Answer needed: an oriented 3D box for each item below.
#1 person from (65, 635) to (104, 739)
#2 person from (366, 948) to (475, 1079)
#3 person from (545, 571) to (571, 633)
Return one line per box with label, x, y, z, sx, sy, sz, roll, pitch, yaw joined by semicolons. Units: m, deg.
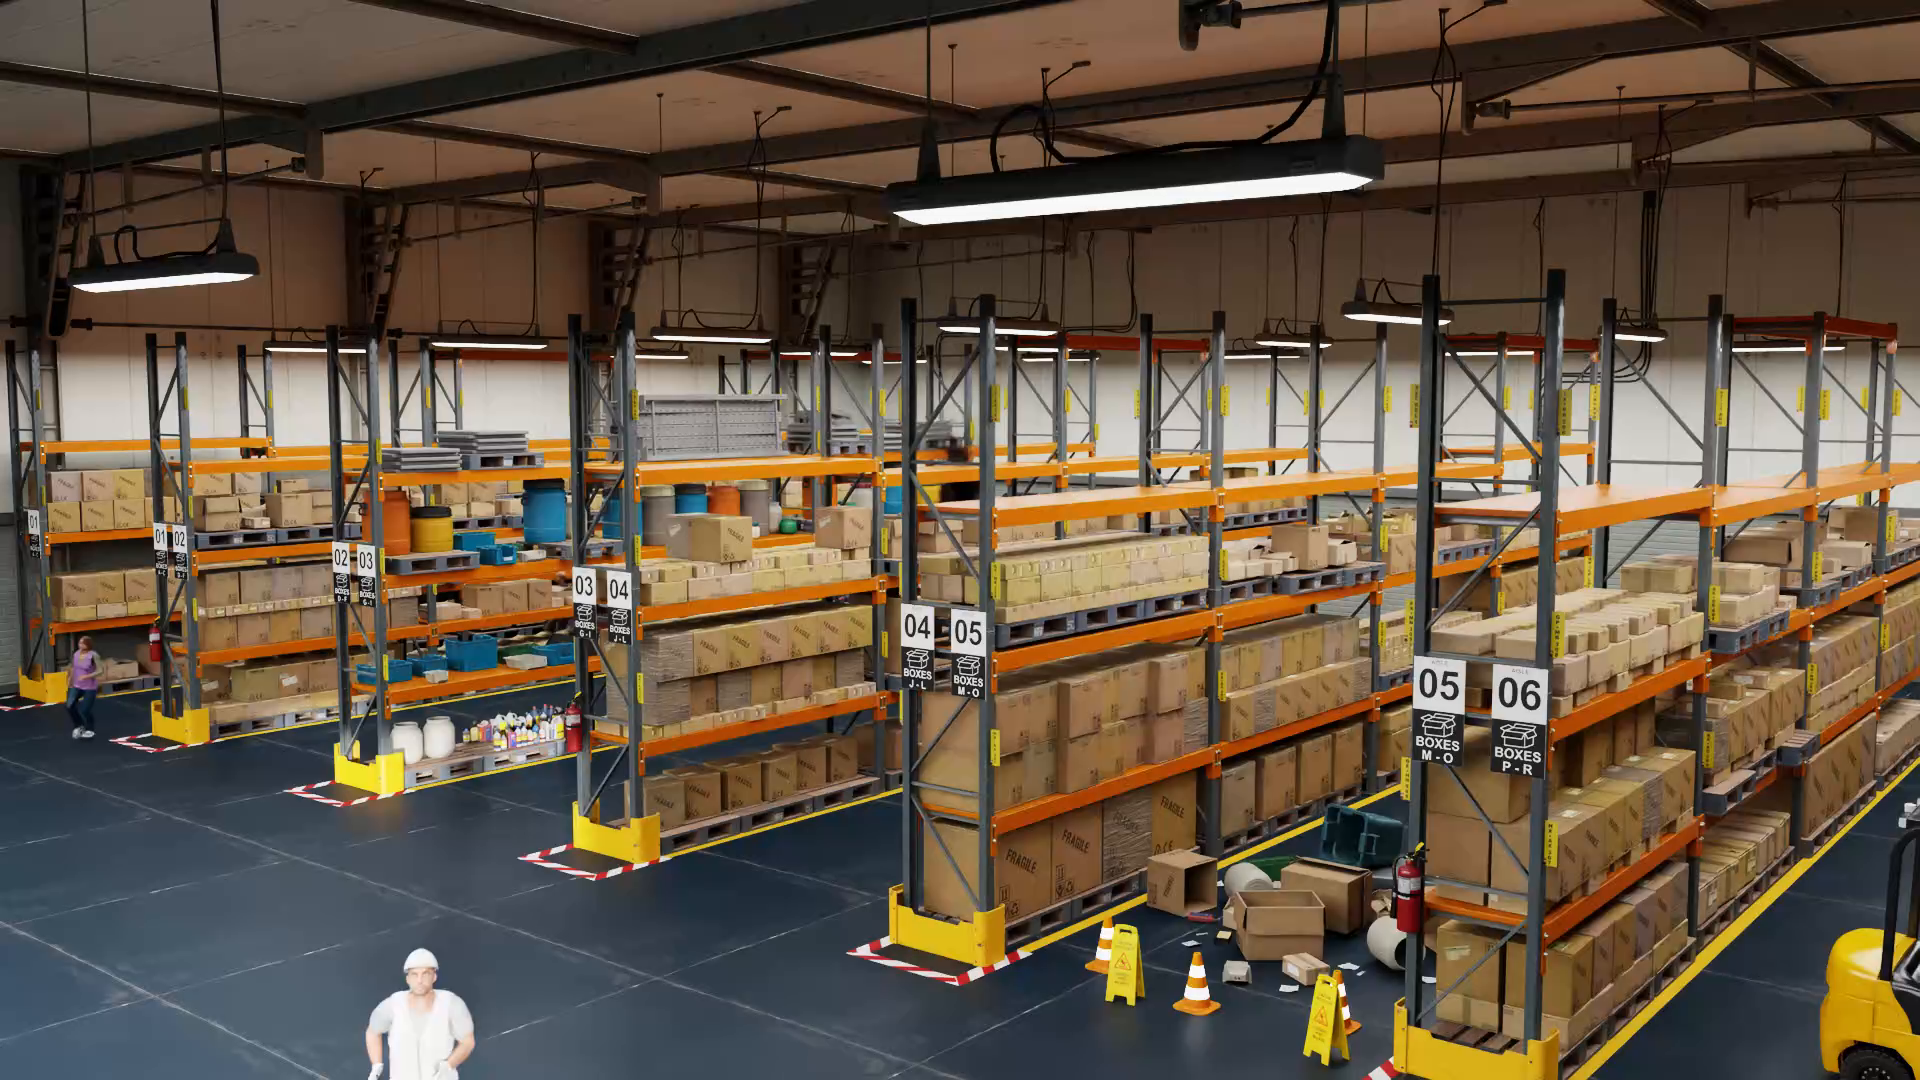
person;-12.881;2.169;24.485;0.566;1.549;0.583;0;5;3
person;-3.293;3.377;10.165;0.647;1.743;0.589;-2;5;-16
person;-7.734;1.442;32.064;0.639;1.678;0.572;4;7;38
